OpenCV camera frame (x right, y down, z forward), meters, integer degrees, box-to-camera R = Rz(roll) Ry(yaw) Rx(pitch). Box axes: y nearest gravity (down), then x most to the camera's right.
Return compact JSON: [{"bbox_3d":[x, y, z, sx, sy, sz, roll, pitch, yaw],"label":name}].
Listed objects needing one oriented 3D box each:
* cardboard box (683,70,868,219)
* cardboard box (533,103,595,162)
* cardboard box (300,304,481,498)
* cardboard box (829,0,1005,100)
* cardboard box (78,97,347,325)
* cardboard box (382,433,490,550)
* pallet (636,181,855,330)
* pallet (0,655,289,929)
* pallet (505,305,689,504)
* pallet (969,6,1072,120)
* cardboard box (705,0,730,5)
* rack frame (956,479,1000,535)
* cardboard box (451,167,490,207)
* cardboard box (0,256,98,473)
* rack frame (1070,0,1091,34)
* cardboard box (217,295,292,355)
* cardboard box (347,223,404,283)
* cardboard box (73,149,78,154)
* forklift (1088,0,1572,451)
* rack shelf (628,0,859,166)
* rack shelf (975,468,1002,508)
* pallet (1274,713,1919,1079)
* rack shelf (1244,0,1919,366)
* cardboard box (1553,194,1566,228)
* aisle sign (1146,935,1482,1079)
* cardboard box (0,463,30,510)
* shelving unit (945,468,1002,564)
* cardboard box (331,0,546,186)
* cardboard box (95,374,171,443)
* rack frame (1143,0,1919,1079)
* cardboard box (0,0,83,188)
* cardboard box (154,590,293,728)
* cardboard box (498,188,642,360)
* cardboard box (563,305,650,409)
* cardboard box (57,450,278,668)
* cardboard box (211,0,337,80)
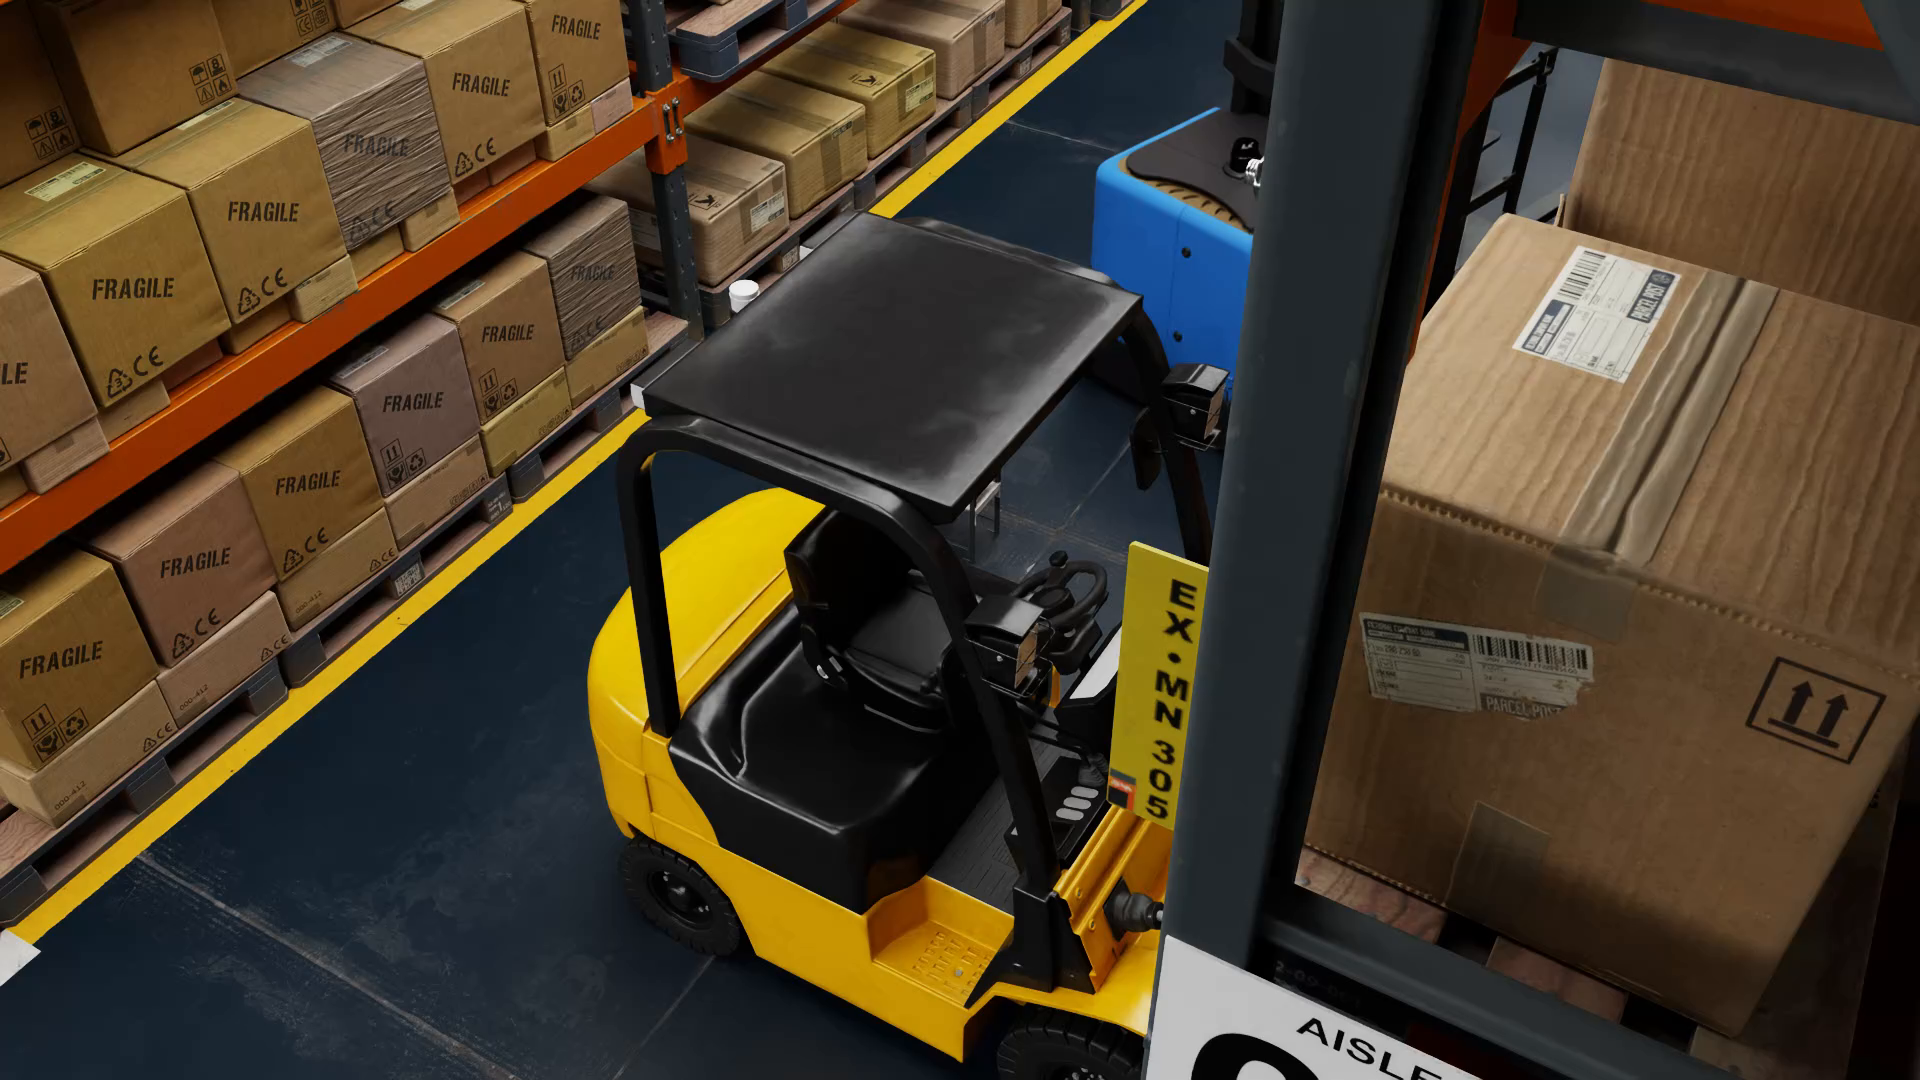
[{"bbox_3d":[-1.036,-2.058,8.488,0.950,0.372,0.625,24,47,25],"label":"cardboard box"},{"bbox_3d":[-1.669,-1.649,6.543,0.380,0.149,0.250,22,46,23],"label":"cardboard box"},{"bbox_3d":[-2.224,-0.569,6.322,0.500,0.500,0.500,23,46,24],"label":"cardboard box"},{"bbox_3d":[-0.305,-2.888,9.431,0.950,0.372,0.625,20,45,21],"label":"cardboard box"},{"bbox_3d":[-2.419,-1.096,5.424,0.500,0.500,0.500,20,45,21],"label":"cardboard box"},{"bbox_3d":[-2.232,-0.274,6.554,0.500,0.250,0.500,22,46,23],"label":"cardboard box"},{"bbox_3d":[-1.264,-1.572,8.376,1.003,0.211,1.213,21,45,22],"label":"pallet"},{"bbox_3d":[-3.179,0.666,5.834,1.003,0.211,1.213,21,45,22],"label":"pallet"},{"bbox_3d":[-1.958,-0.730,7.420,1.003,0.211,1.213,21,45,22],"label":"pallet"},{"bbox_3d":[-0.043,-2.968,9.961,1.003,0.211,1.213,21,45,22],"label":"pallet"},{"bbox_3d":[-1.103,-2.448,7.132,0.380,0.149,0.250,22,46,23],"label":"cardboard box"},{"bbox_3d":[0.055,-0.401,6.524,0.240,0.900,0.006,21,45,22],"label":"rack frame"},{"bbox_3d":[-2.003,-1.388,6.246,0.380,0.149,0.250,20,45,21],"label":"cardboard box"},{"bbox_3d":[-2.921,-0.510,4.759,0.500,0.500,0.500,22,46,23],"label":"cardboard box"},{"bbox_3d":[0.349,-4.462,9.547,1.000,3.000,0.127,21,45,22],"label":"rack frame"},{"bbox_3d":[-2.483,-0.791,5.569,0.380,0.149,0.250,20,45,21],"label":"cardboard box"},{"bbox_3d":[-2.209,-1.075,5.891,0.380,0.149,0.250,20,45,21],"label":"cardboard box"},{"bbox_3d":[-3.113,-1.005,5.321,0.500,0.500,0.500,21,45,22],"label":"cardboard box"},{"bbox_3d":[1.973,-2.286,7.129,3.031,2.935,1.130,-32,50,-31],"label":"forklift"},{"bbox_3d":[-0.652,-3.047,8.485,1.077,0.370,4.000,21,45,22],"label":"rack shelf"},{"bbox_3d":[0.004,-0.250,6.539,0.258,0.077,0.200,21,45,22],"label":"rack shelf"},{"bbox_3d":[1.021,0.267,1.975,1.003,0.211,1.213,21,45,22],"label":"pallet"},{"bbox_3d":[1.646,-1.220,2.174,1.077,0.370,4.000,21,45,22],"label":"rack shelf"},{"bbox_3d":[0.924,-0.235,2.186,0.396,0.266,0.258,21,46,22],"label":"cardboard box"},{"bbox_3d":[0.358,0.720,1.695,0.394,0.787,0.004,21,45,22],"label":"aisle sign"},{"bbox_3d":[-2.988,-0.190,4.886,0.380,0.149,0.250,19,45,21],"label":"cardboard box"},{"bbox_3d":[0.004,-0.342,6.458,0.258,0.900,0.210,21,45,22],"label":"shelving unit"},{"bbox_3d":[-1.911,-1.689,6.097,0.500,0.500,0.500,22,46,23],"label":"cardboard box"},{"bbox_3d":[-2.721,-0.479,5.214,0.380,0.149,0.250,22,46,23],"label":"cardboard box"},{"bbox_3d":[0.645,-0.496,0.504,1.000,3.000,0.127,21,45,22],"label":"rack frame"},{"bbox_3d":[-3.162,-1.386,4.997,0.700,0.500,0.500,20,45,22],"label":"cardboard box"},{"bbox_3d":[-2.749,0.331,5.868,0.500,0.250,0.500,23,46,24],"label":"cardboard box"},{"bbox_3d":[-1.716,-1.153,6.985,0.500,0.500,0.500,20,45,22],"label":"cardboard box"},{"bbox_3d":[-1.716,-0.871,7.233,0.500,0.250,0.500,23,46,24],"label":"cardboard box"},{"bbox_3d":[-2.742,0.024,5.648,0.500,0.500,0.500,19,45,21],"label":"cardboard box"},{"bbox_3d":[-2.610,-1.954,5.642,0.700,0.500,0.500,20,45,21],"label":"cardboard box"}]
